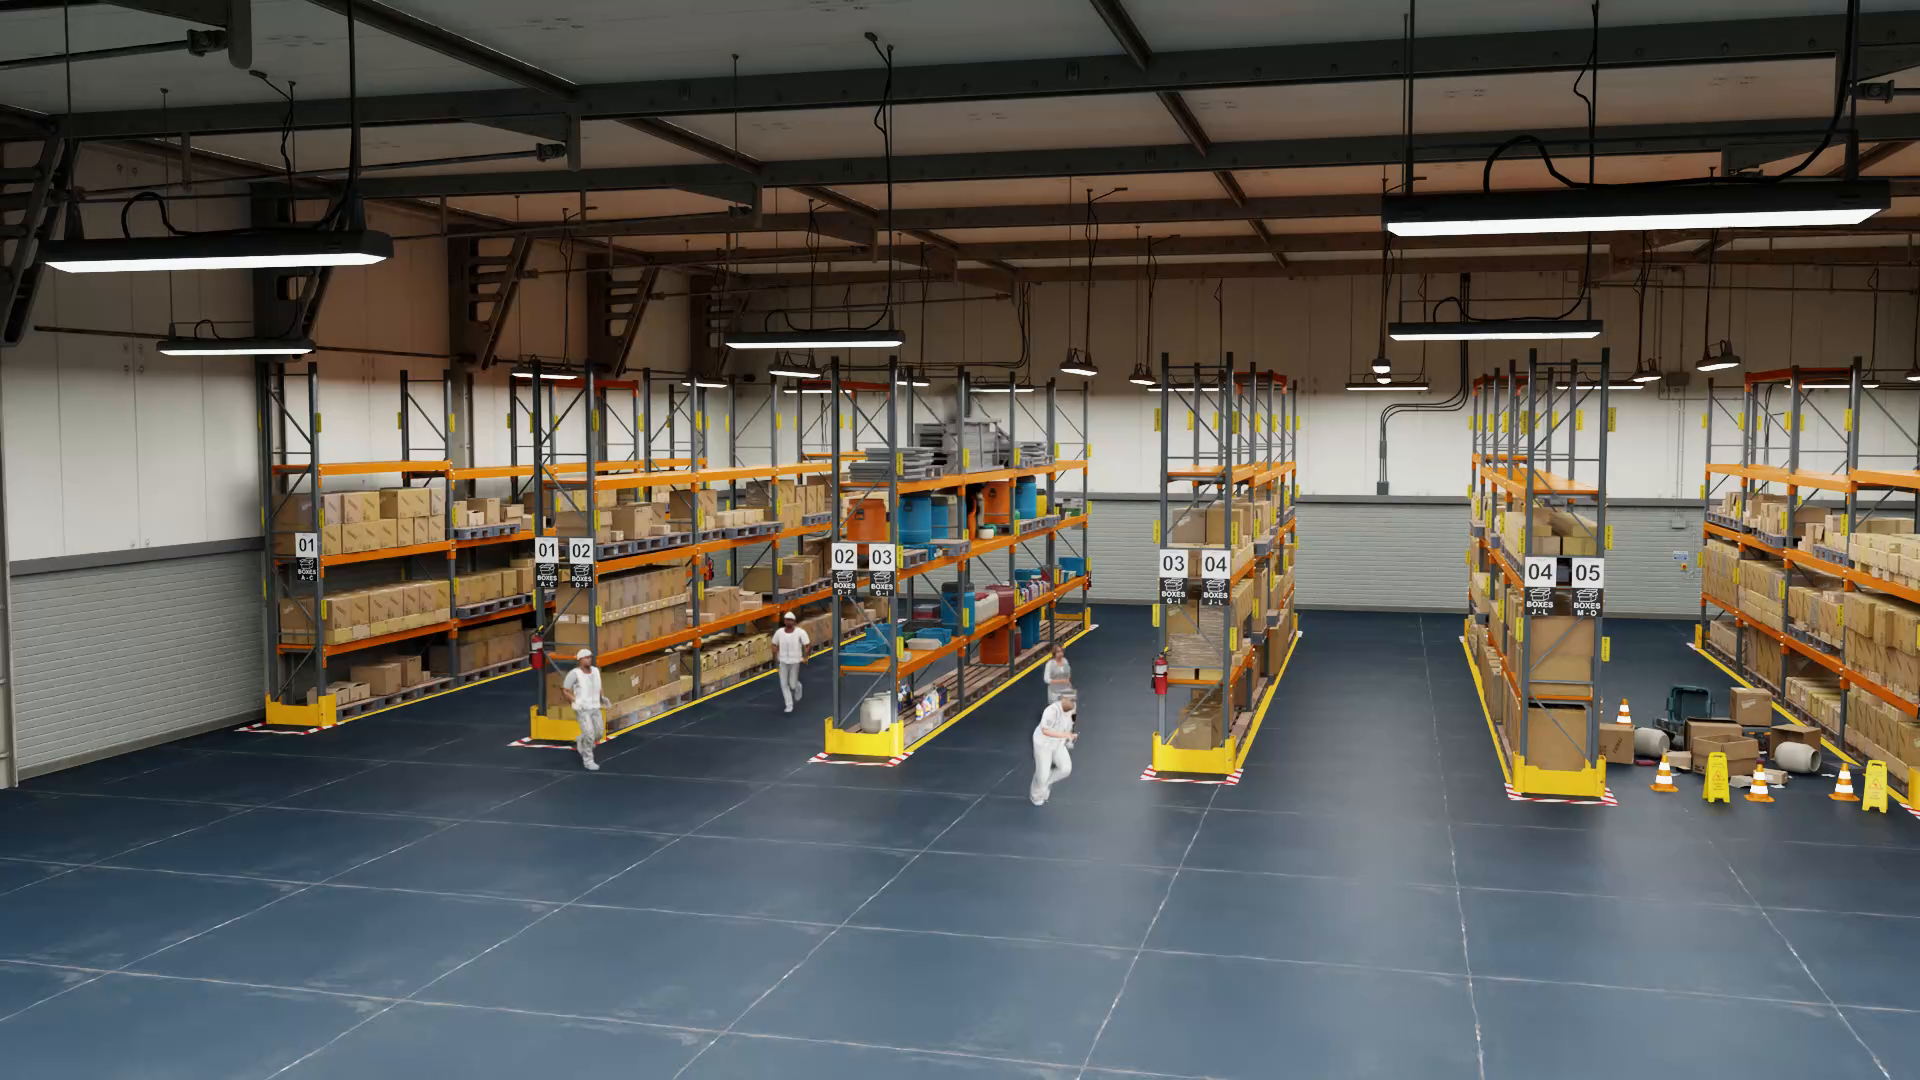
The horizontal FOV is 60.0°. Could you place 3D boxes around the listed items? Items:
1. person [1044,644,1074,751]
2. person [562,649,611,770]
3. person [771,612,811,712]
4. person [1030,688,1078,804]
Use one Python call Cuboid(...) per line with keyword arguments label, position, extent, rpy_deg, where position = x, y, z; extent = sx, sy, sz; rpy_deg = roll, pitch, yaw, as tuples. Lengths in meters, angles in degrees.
Cuboid(label="person", position=(1.509, 2.408, 25.657), extent=(0.485, 1.634, 0.715), rpy_deg=(-1, 4, -13))
Cuboid(label="person", position=(-5.456, 2.444, 24.143), extent=(0.616, 1.740, 0.683), rpy_deg=(3, 5, 40))
Cuboid(label="person", position=(-2.965, 2.111, 28.981), extent=(0.692, 1.726, 0.598), rpy_deg=(1, 4, 7))
Cuboid(label="person", position=(1.272, 2.685, 21.698), extent=(0.690, 1.579, 0.912), rpy_deg=(-4, 5, -41))
